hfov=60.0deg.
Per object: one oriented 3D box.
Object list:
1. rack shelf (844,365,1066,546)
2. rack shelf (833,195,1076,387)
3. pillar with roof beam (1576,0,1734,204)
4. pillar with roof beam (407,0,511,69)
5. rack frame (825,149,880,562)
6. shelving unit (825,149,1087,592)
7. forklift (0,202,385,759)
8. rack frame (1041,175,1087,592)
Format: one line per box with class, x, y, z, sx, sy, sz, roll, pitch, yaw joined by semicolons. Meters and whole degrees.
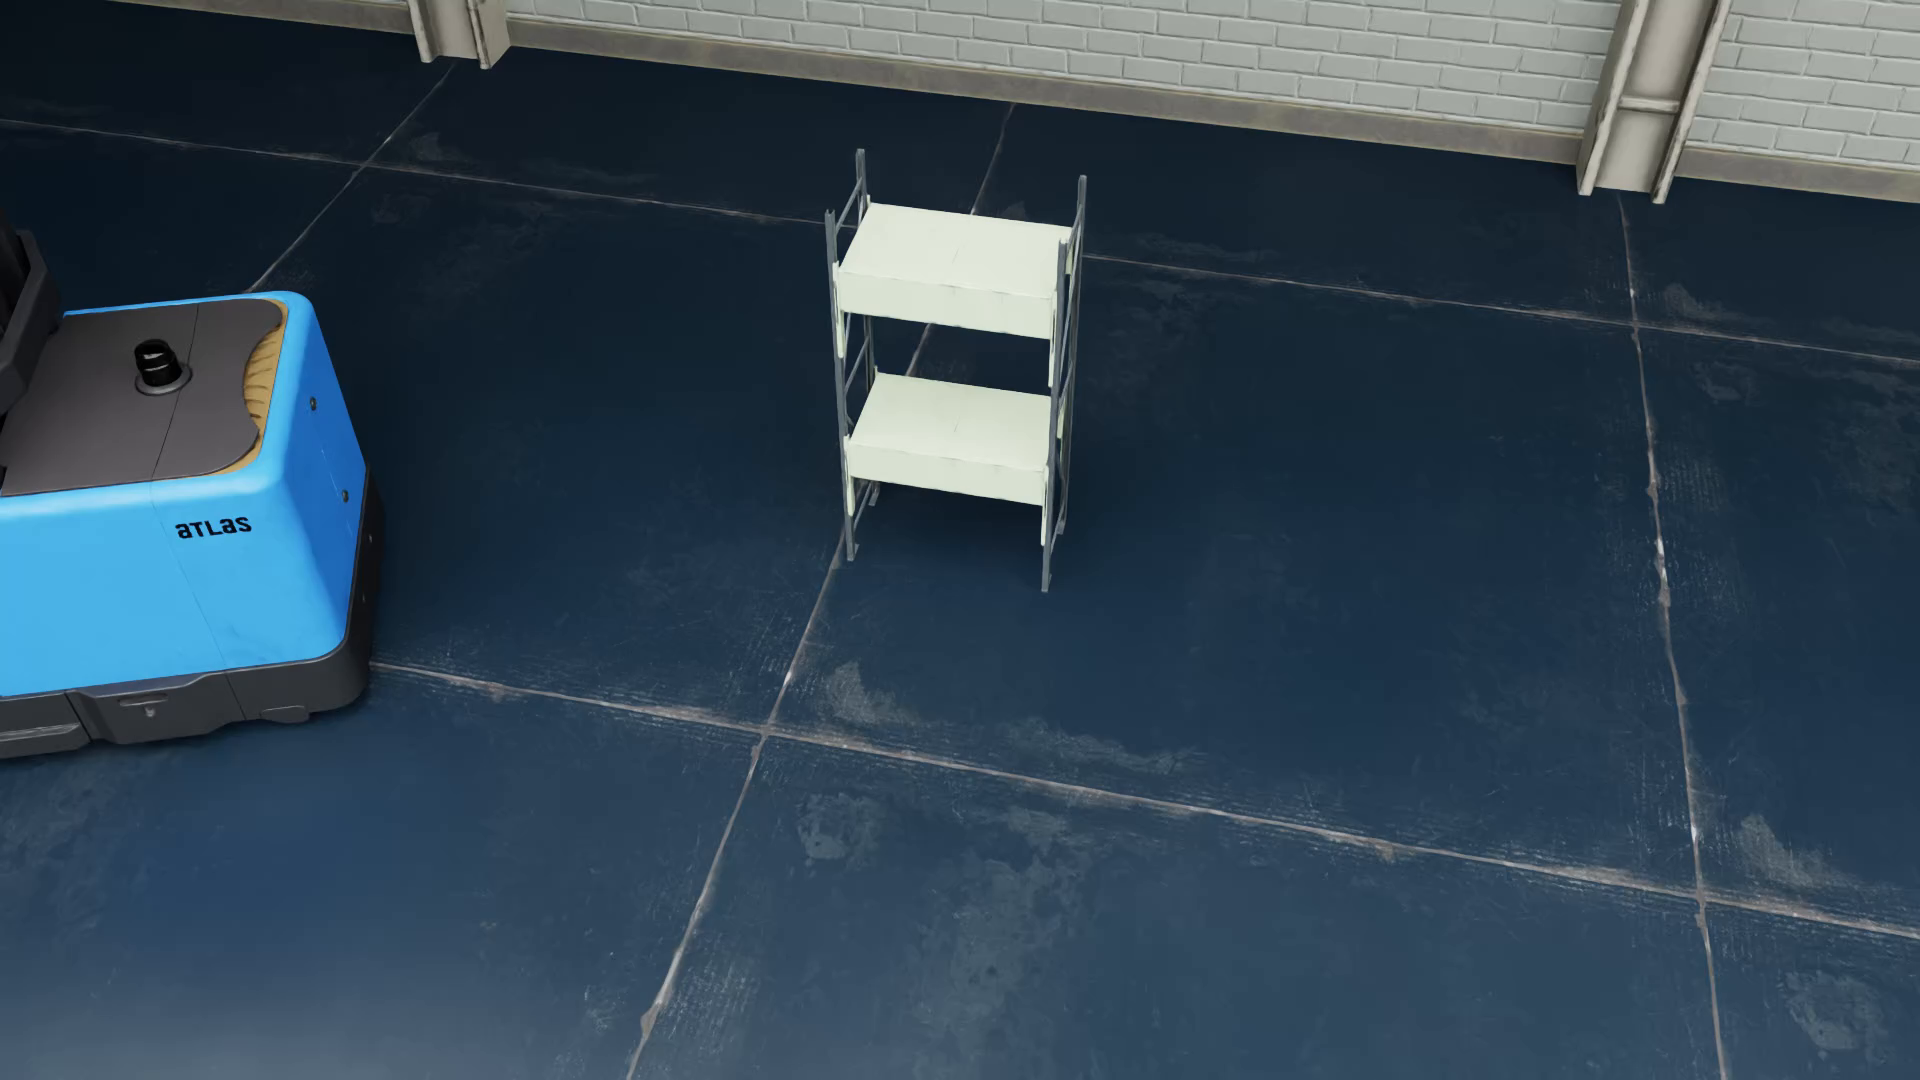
rack shelf;-0.007;-0.306;5.957;0.720;0.370;0.431;9;45;9
rack shelf;-0.007;-0.823;5.460;0.720;0.370;0.431;9;45;9
pillar with roof beam;2.251;-2.060;1.901;0.400;9.000;9.100;9;45;9
pillar with roof beam;-3.604;-2.969;2.845;0.400;9.000;9.100;9;45;9
rack frame;-0.364;-0.597;5.789;0.023;1.500;0.400;9;45;9
shelving unit;-0.007;-0.541;5.731;0.755;1.500;0.431;9;45;9
forklift;-3.578;-0.630;4.791;3.031;2.935;1.130;-7;44;-7
rack frame;0.351;-0.486;5.673;0.023;1.500;0.400;9;45;9
